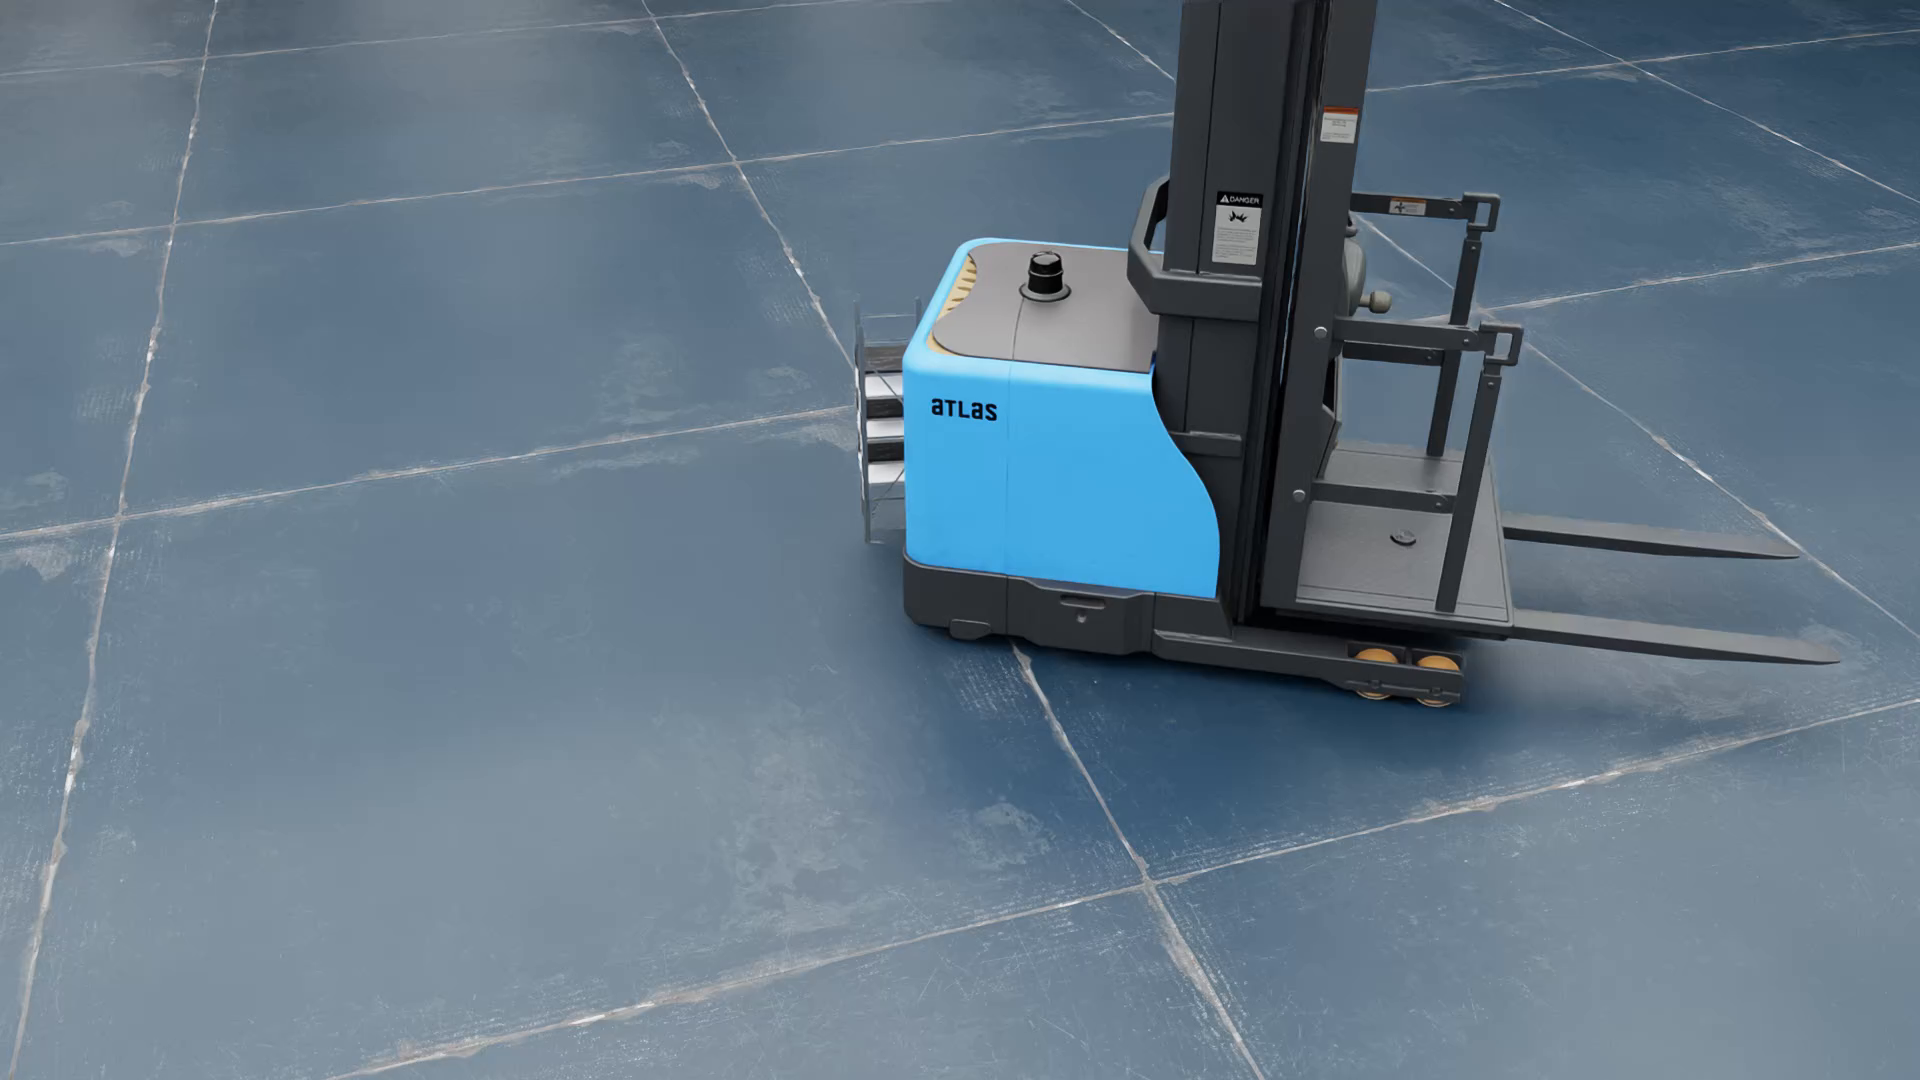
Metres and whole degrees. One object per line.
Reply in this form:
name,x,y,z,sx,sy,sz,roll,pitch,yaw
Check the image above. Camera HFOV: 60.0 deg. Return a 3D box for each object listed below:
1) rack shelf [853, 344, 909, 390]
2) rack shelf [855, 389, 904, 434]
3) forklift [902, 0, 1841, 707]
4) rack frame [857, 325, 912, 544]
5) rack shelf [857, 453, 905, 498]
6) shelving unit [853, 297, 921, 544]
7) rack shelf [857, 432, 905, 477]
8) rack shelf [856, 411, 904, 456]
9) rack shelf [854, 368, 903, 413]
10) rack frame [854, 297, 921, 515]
rack shelf,-0.246,-0.623,5.947,0.258,0.077,0.200,-4,34,-5
rack shelf,-0.246,-0.473,6.047,0.258,0.077,0.200,-4,34,-5
forklift,1.375,-0.999,5.103,3.031,2.935,1.130,6,34,10
rack frame,-0.235,-0.370,5.994,0.240,0.900,0.006,-4,34,-5
rack shelf,-0.246,-0.248,6.195,0.258,0.077,0.200,-4,34,-5
shelving unit,-0.246,-0.426,6.078,0.258,0.900,0.210,-4,34,-5
rack shelf,-0.246,-0.323,6.146,0.258,0.077,0.200,-4,34,-5
rack shelf,-0.246,-0.398,6.096,0.258,0.077,0.200,-4,34,-5
rack shelf,-0.246,-0.548,5.997,0.258,0.077,0.200,-4,34,-5
rack frame,-0.258,-0.481,6.162,0.240,0.900,0.006,-4,34,-5
